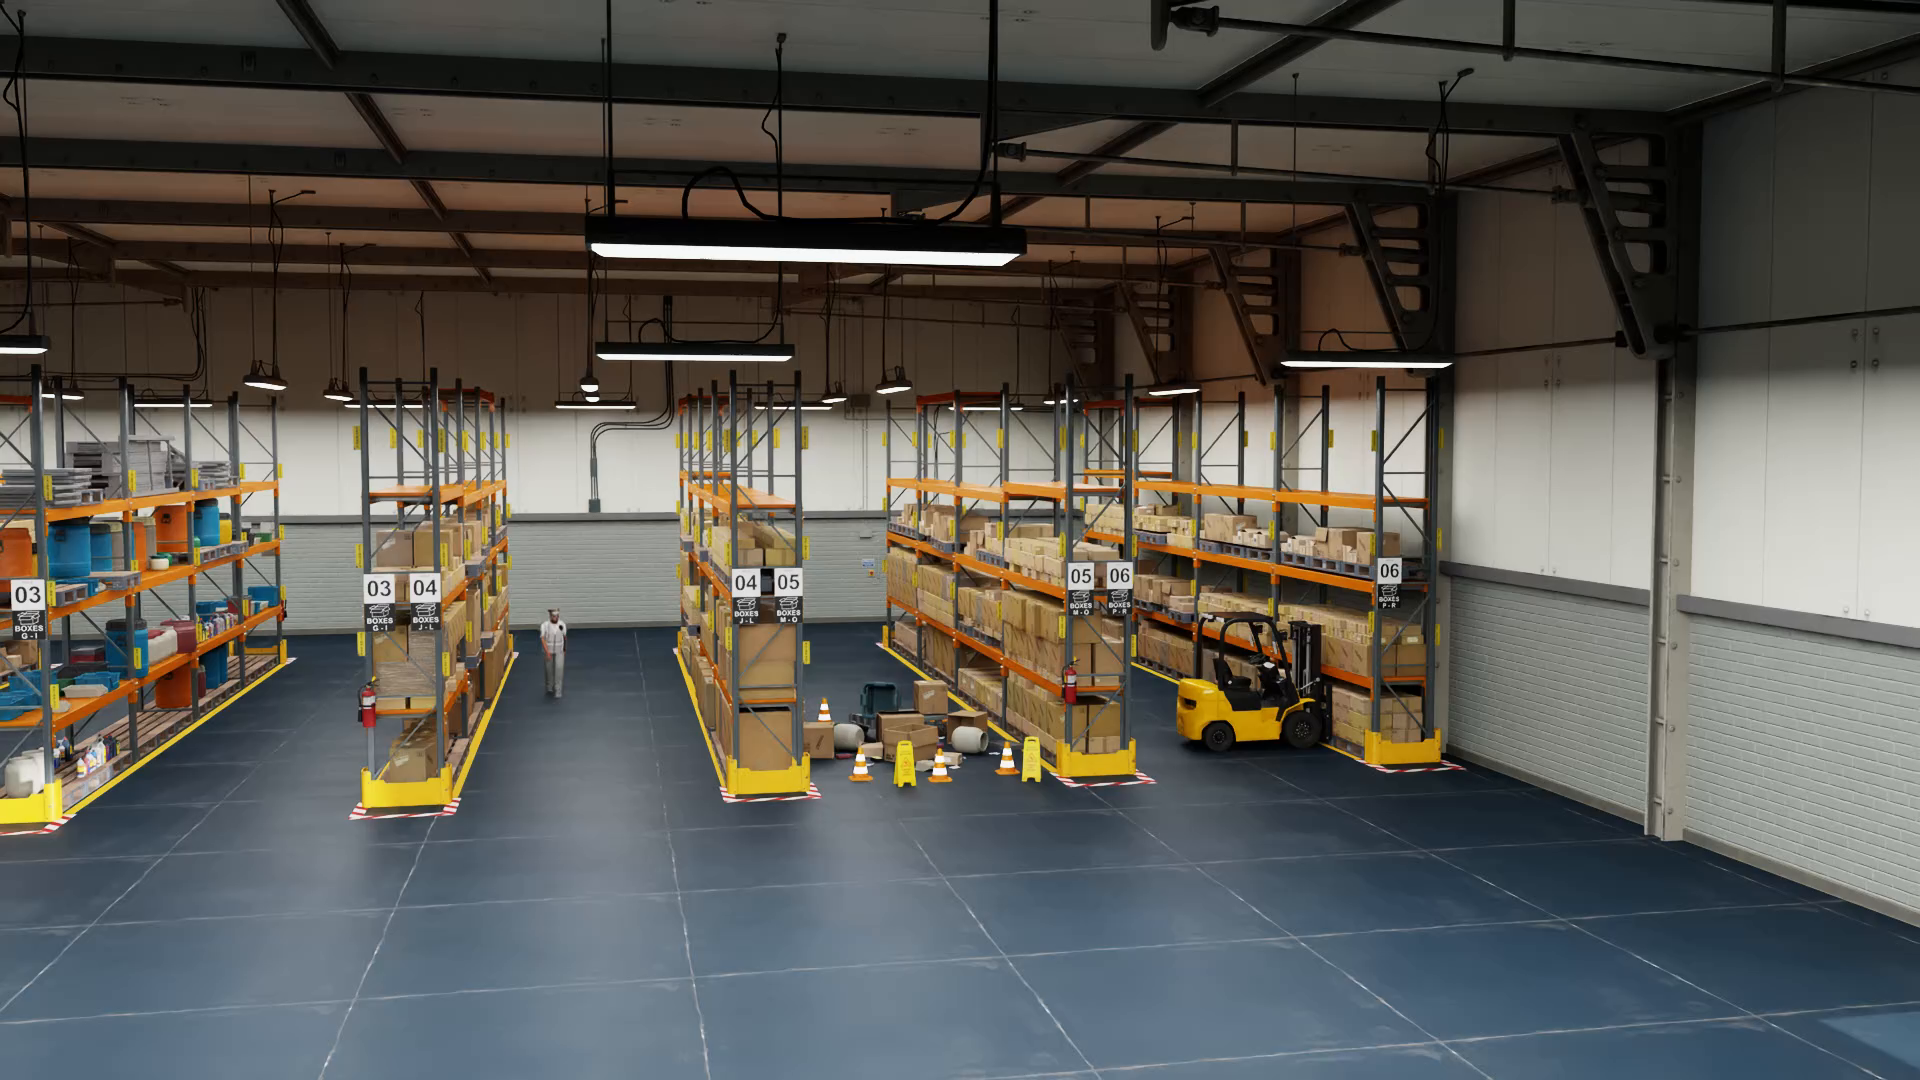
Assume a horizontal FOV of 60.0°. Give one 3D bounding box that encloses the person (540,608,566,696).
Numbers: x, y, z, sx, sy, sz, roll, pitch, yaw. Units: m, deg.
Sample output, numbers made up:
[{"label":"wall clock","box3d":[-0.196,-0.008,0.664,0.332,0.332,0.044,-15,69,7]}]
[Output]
[{"label":"person","box3d":[-8.000,2.187,32.775,0.529,1.702,0.978,-1,4,-21]}]
